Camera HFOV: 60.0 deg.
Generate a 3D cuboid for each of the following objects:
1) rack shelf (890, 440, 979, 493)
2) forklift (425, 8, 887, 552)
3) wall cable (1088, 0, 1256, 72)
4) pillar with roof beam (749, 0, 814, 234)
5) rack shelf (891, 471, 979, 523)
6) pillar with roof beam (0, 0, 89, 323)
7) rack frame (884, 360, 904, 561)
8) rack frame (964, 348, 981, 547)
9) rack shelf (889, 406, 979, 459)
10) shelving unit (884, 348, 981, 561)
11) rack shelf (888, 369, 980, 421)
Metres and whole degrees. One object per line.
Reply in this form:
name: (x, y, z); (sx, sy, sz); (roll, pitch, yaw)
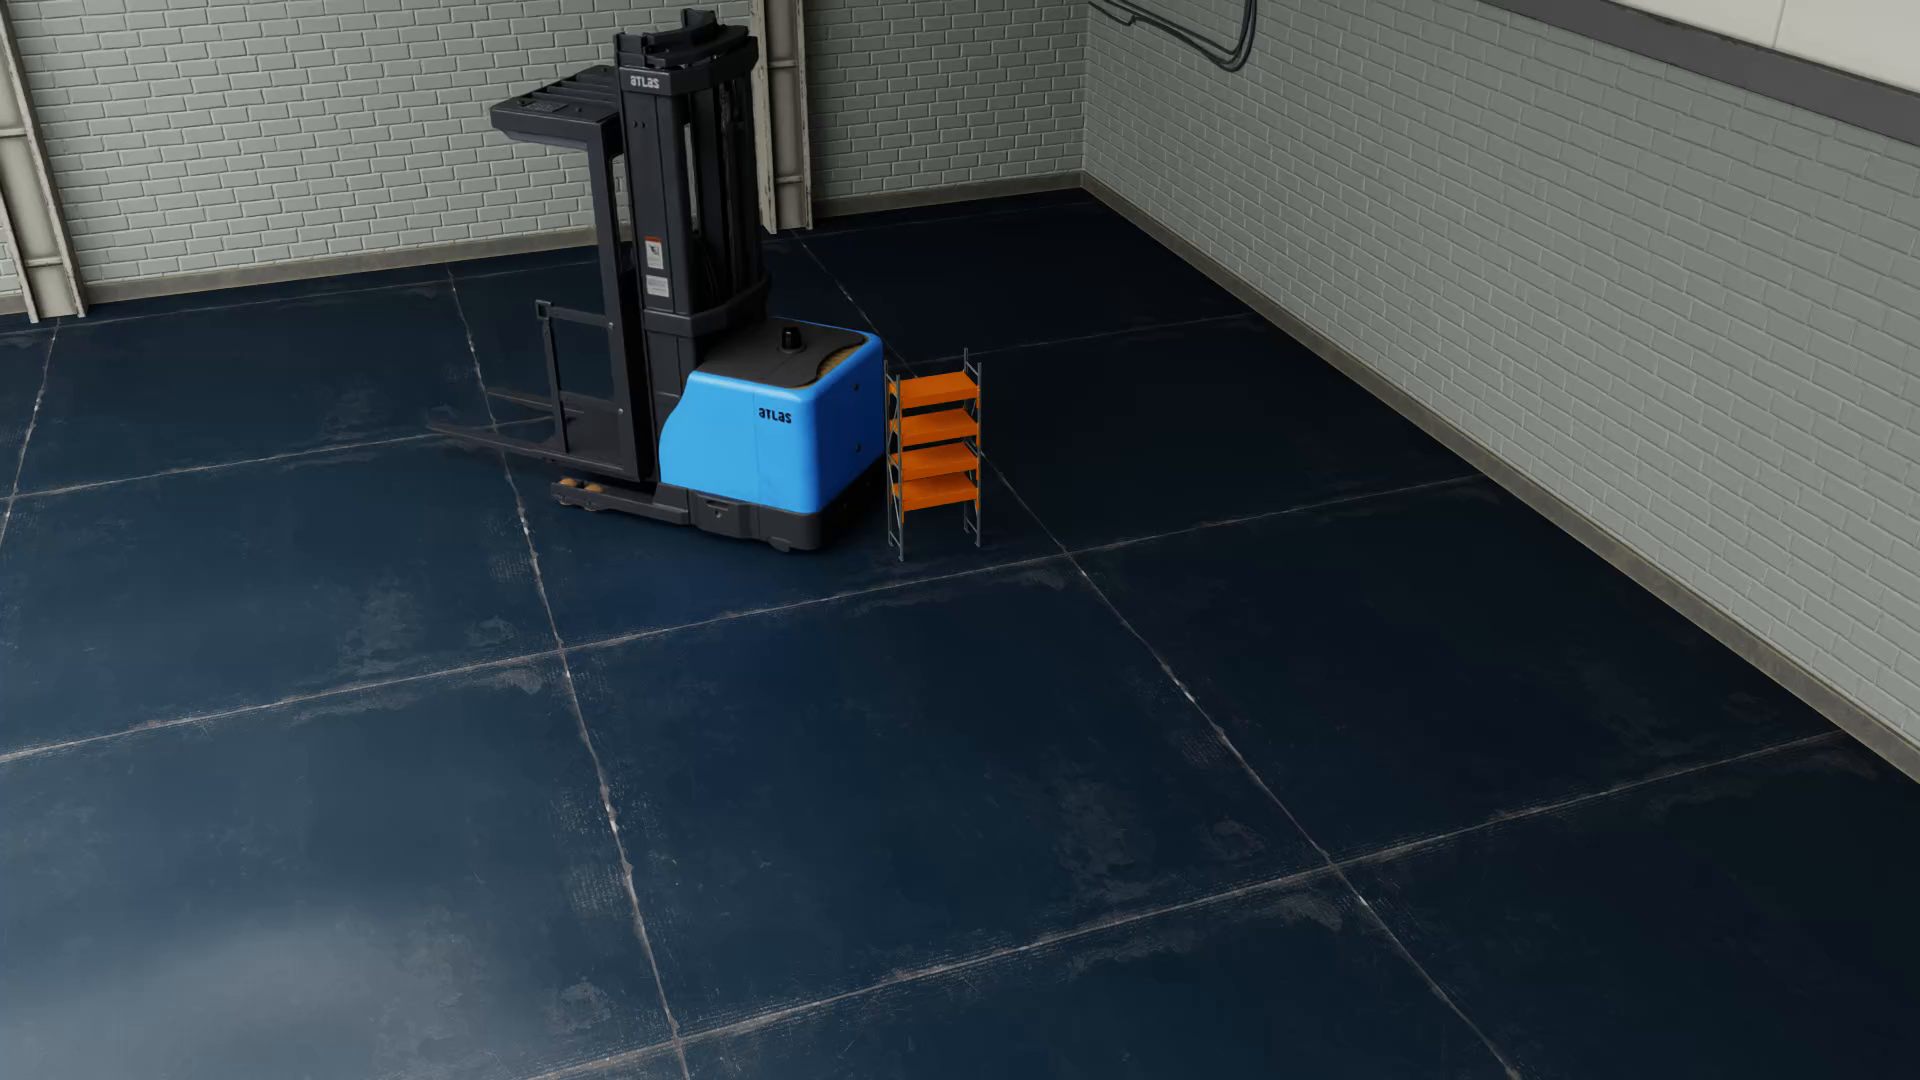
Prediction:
rack shelf: (-0.155, -0.434, 9.787); (0.480, 0.148, 0.258); (-10, 31, -18)
forklift: (-2.015, -1.676, 10.081); (3.031, 2.935, 1.130); (13, 32, 21)
wall cable: (1.659, -5.306, 13.459); (0.112, 2.526, 3.097); (-10, 31, -18)
pillar with roof beam: (-0.062, -4.762, 9.369); (0.400, 9.000, 9.100); (-10, 31, -18)
rack shelf: (-0.155, -0.262, 9.885); (0.480, 0.148, 0.258); (-10, 31, -18)
pillar with roof beam: (-5.686, -3.727, 7.551); (0.400, 9.000, 9.100); (-10, 31, -18)
rack frame: (-0.384, -0.451, 9.679); (0.015, 1.200, 0.240); (-10, 31, -18)
rack frame: (0.074, -0.535, 9.827); (0.015, 1.200, 0.240); (-10, 31, -18)
rack shelf: (-0.155, -0.629, 9.676); (0.480, 0.148, 0.258); (-10, 31, -18)
shelving unit: (-0.155, -0.493, 9.753); (0.503, 1.200, 0.258); (-10, 31, -18)
rack shelf: (-0.155, -0.834, 9.559); (0.480, 0.148, 0.258); (-10, 31, -18)
